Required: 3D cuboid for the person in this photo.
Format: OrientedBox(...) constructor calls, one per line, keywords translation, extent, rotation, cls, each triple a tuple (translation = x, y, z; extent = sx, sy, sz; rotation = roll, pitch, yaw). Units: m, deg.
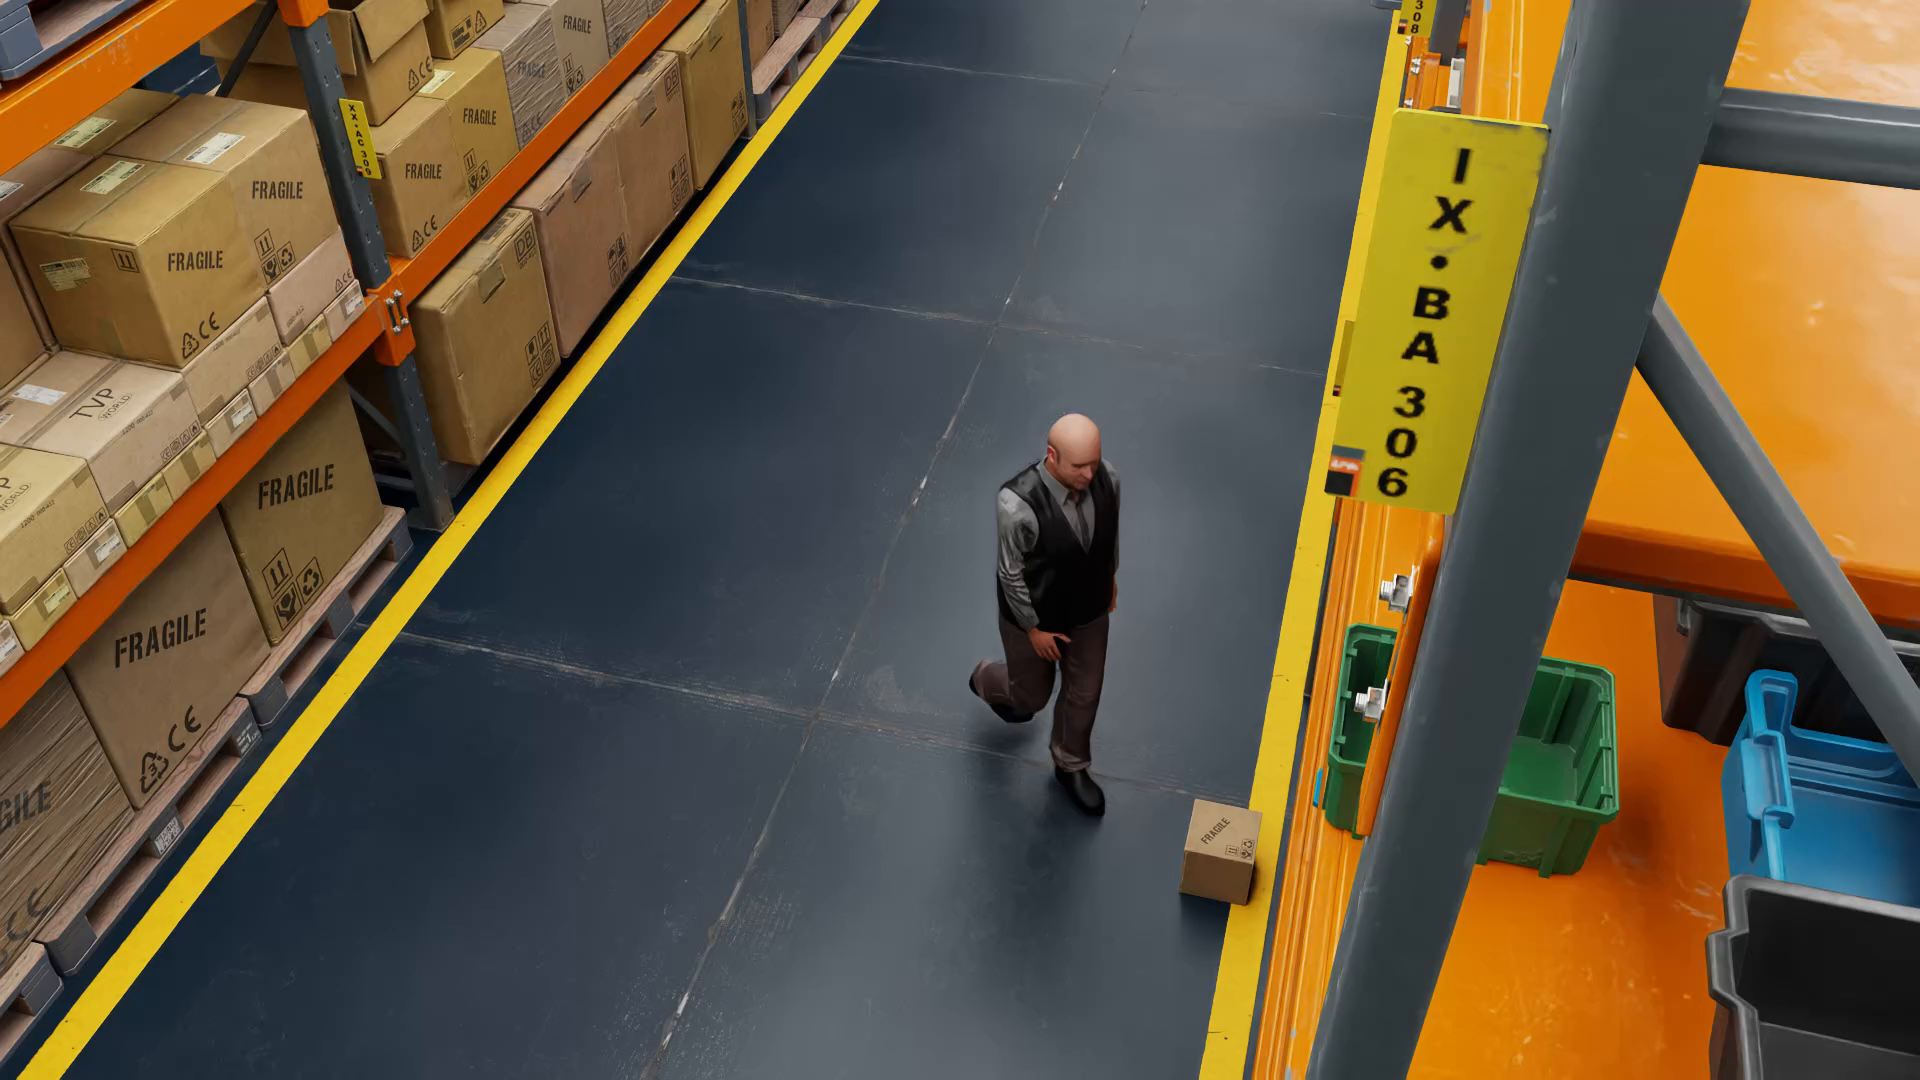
OrientedBox(translation=(0.335, 0.426, 5.831), extent=(0.574, 1.722, 0.469), rotation=(-19, 44, -21), cls="person")
